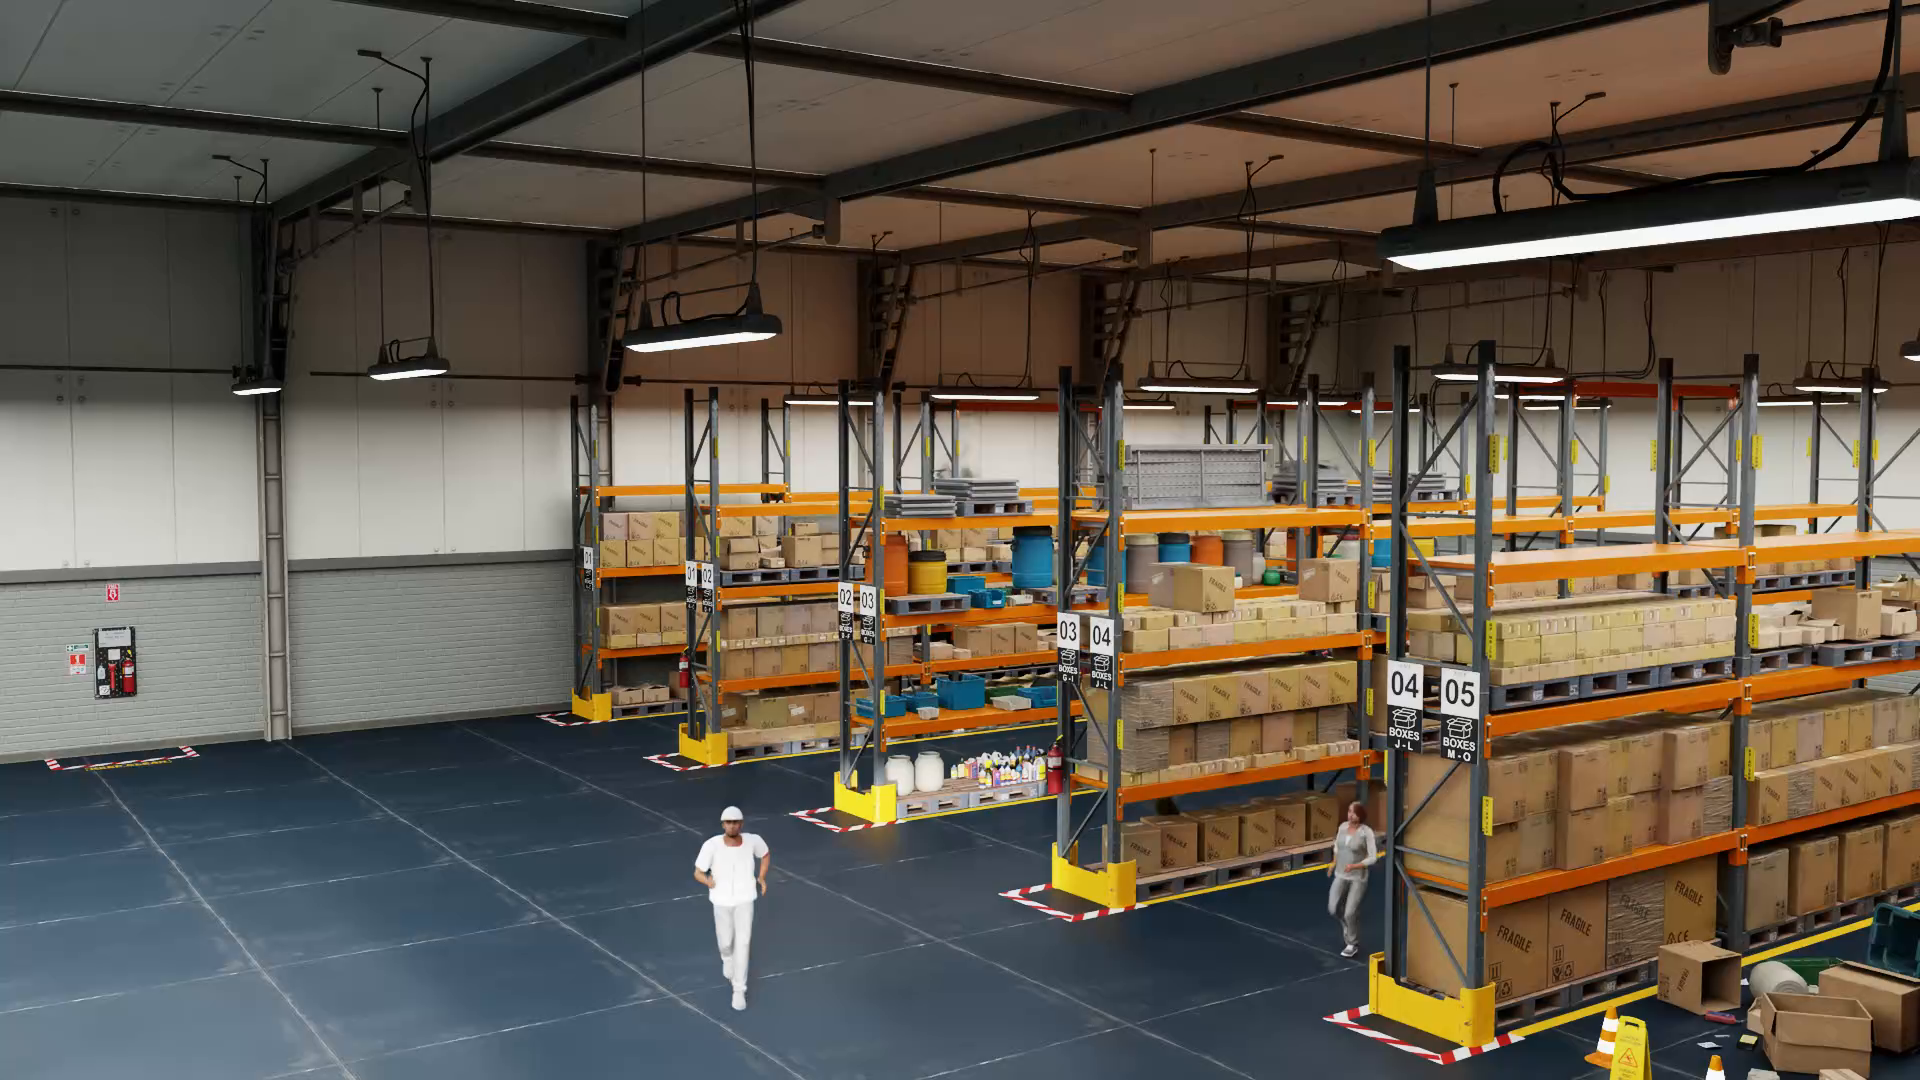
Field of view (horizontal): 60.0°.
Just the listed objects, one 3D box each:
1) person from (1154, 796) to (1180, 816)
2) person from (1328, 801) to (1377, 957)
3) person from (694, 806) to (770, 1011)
[{"bbox_3d":[2.624,2.988,21.191,0.823,1.831,0.685,-3,4,-40],"label":"person"},{"bbox_3d":[3.892,3.386,16.624,0.526,1.548,0.508,3,5,41],"label":"person"},{"bbox_3d":[-2.101,3.337,15.379,0.701,1.765,0.972,0,3,-8],"label":"person"}]
